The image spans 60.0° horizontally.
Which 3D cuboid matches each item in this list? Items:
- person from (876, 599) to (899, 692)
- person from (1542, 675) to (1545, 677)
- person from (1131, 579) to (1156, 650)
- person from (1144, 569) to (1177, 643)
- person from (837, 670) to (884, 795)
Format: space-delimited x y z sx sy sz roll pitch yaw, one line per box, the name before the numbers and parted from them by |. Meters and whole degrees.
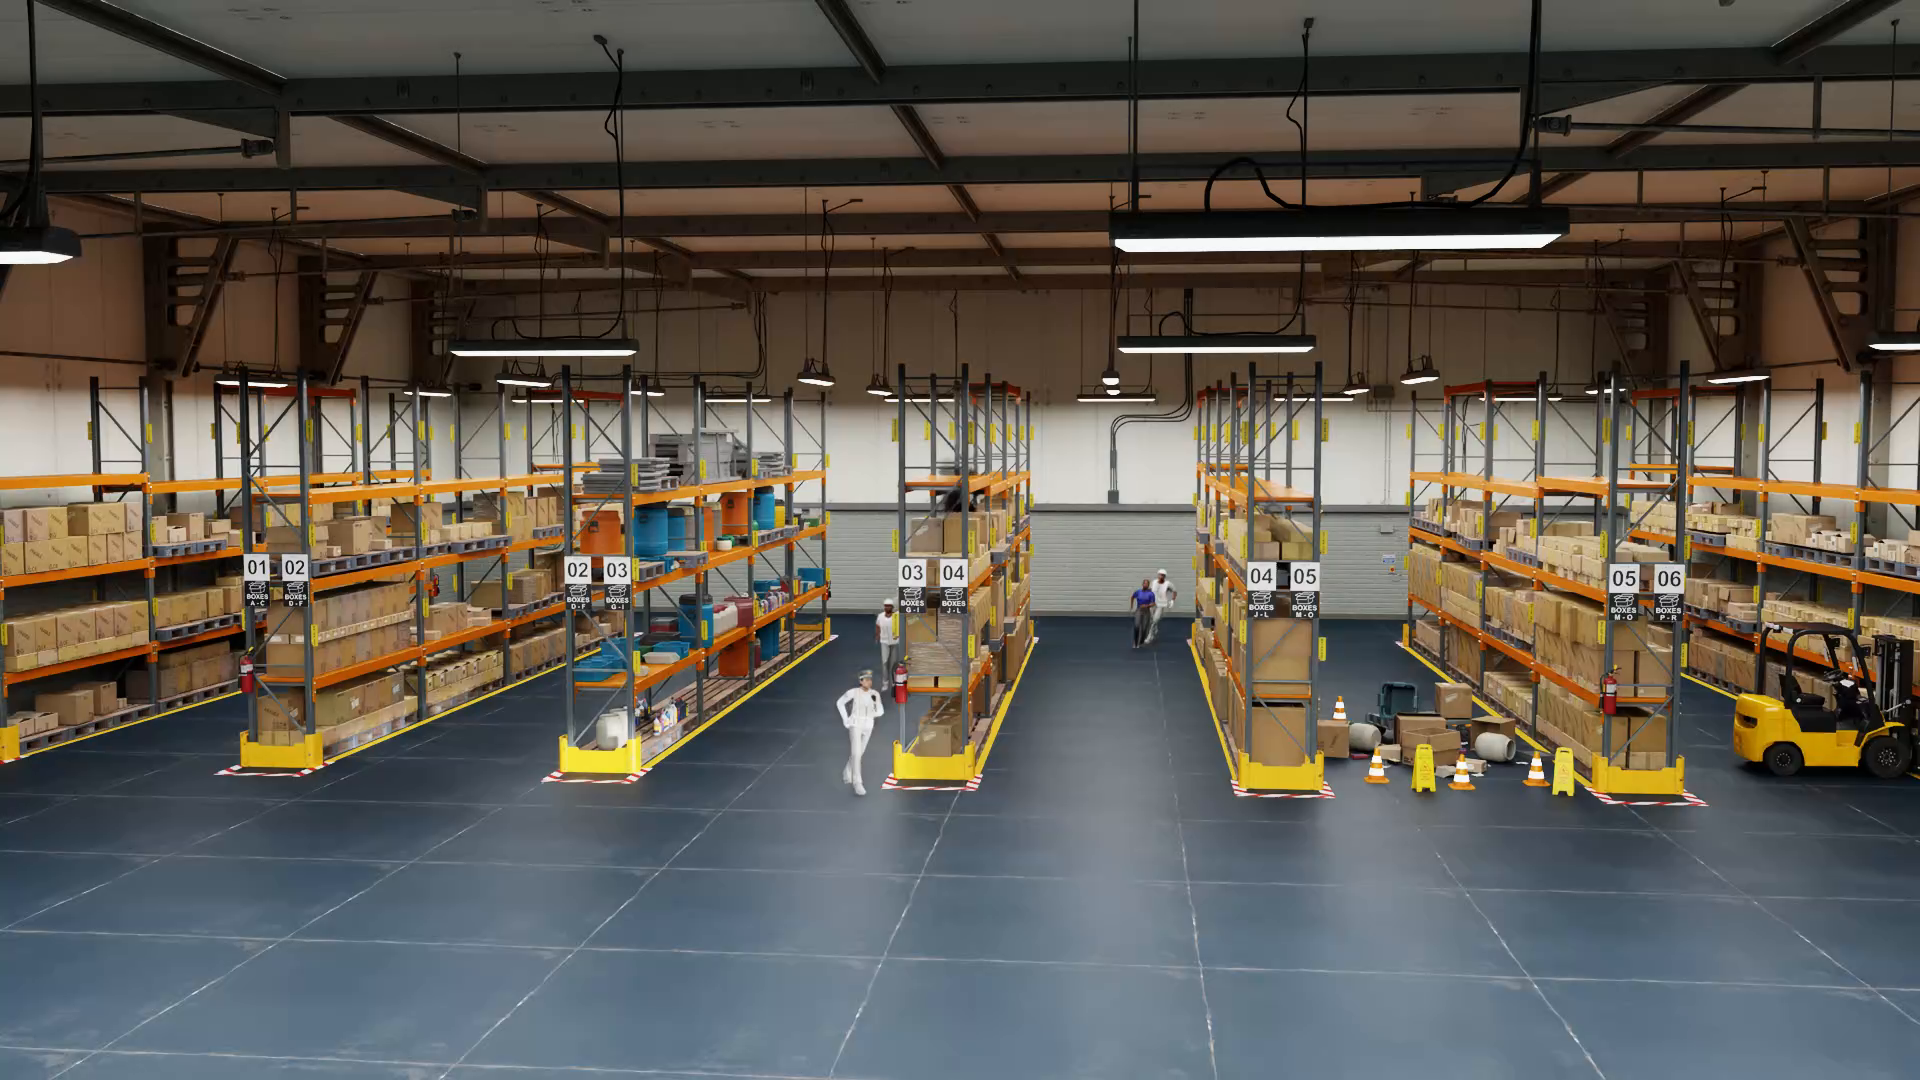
person | -1.338 2.028 32.497 0.685 1.783 0.849 1 4 12
person | 12.052 1.956 33.906 0.704 1.734 0.724 0 4 5
person | 4.233 1.730 38.453 0.578 1.618 0.639 0 4 6
person | 4.747 1.565 39.684 0.743 1.747 0.984 2 4 30
person | -1.366 2.644 23.325 0.628 1.674 0.938 -2 4 -26
